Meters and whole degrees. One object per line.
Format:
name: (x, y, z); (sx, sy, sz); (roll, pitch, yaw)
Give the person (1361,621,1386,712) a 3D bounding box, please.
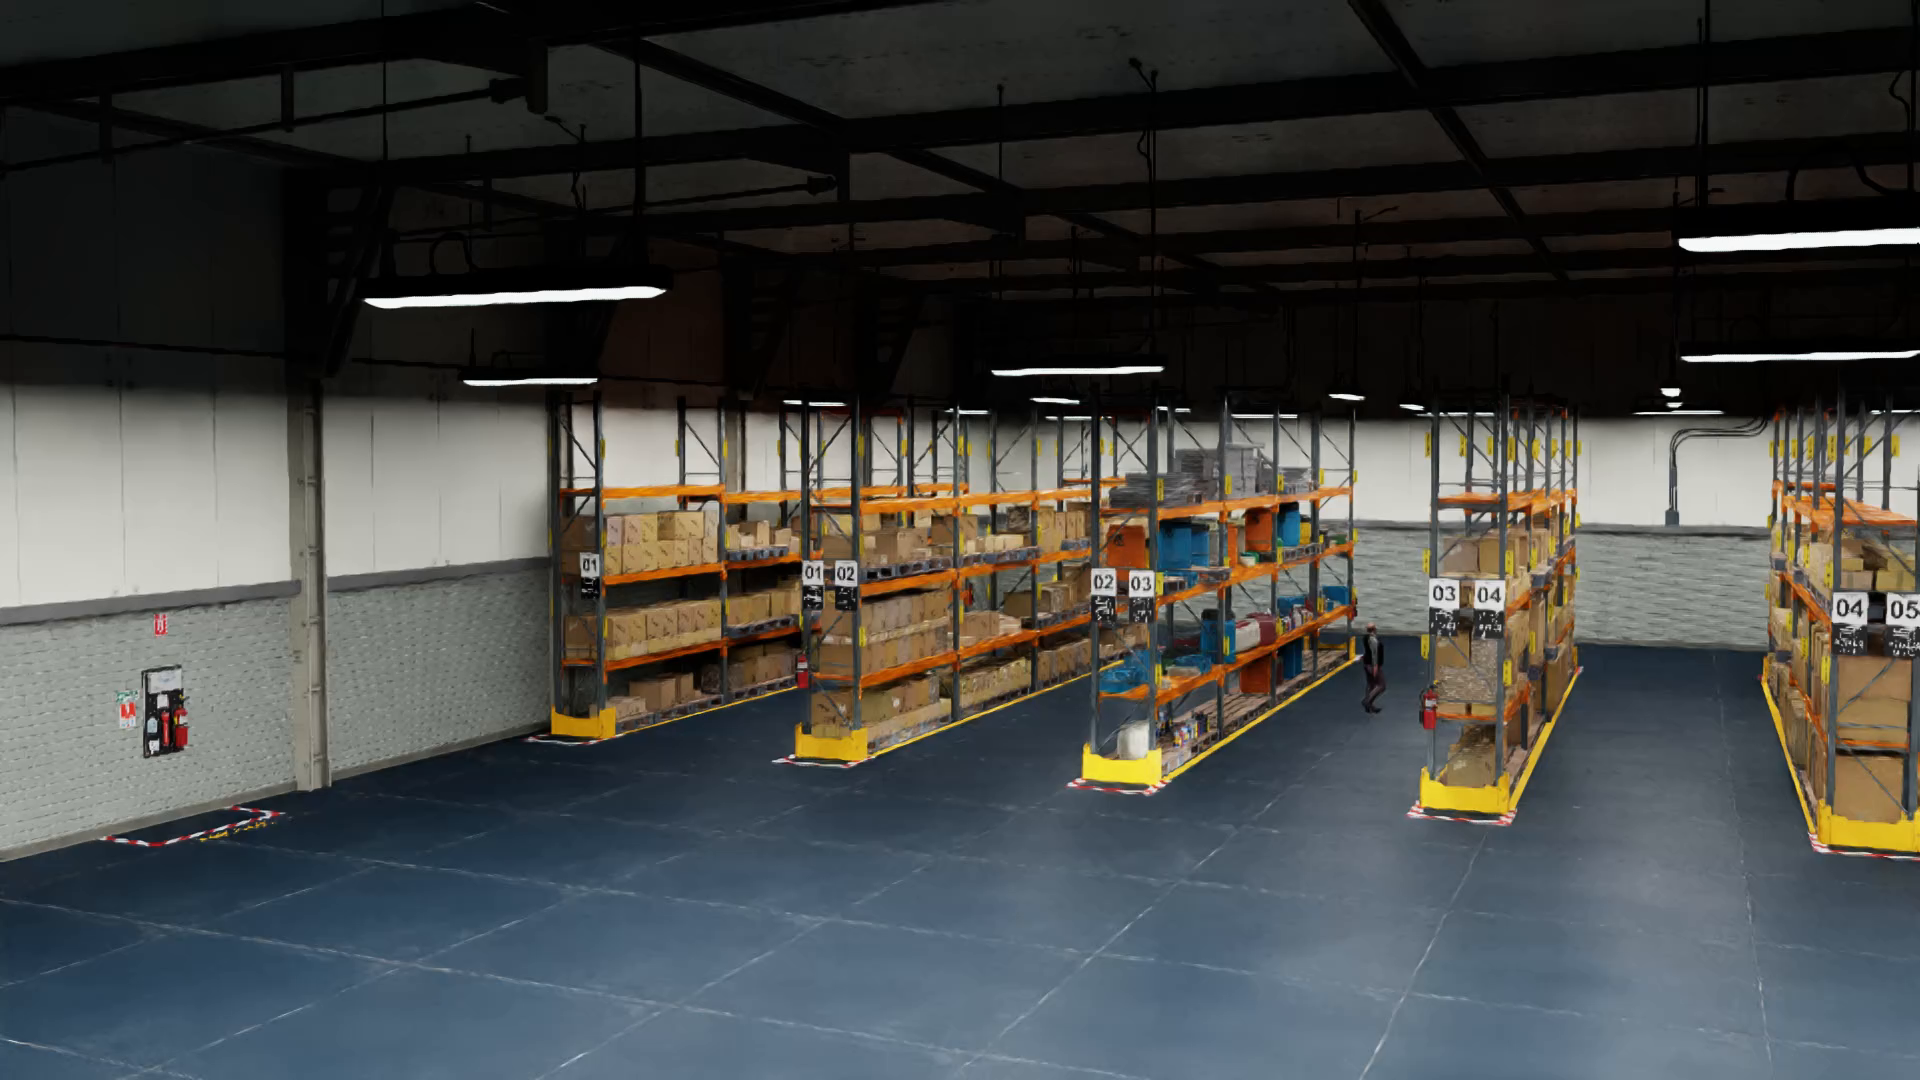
person: (7.804, 2.401, 31.499); (0.445, 1.718, 0.575); (0, 3, -3)
